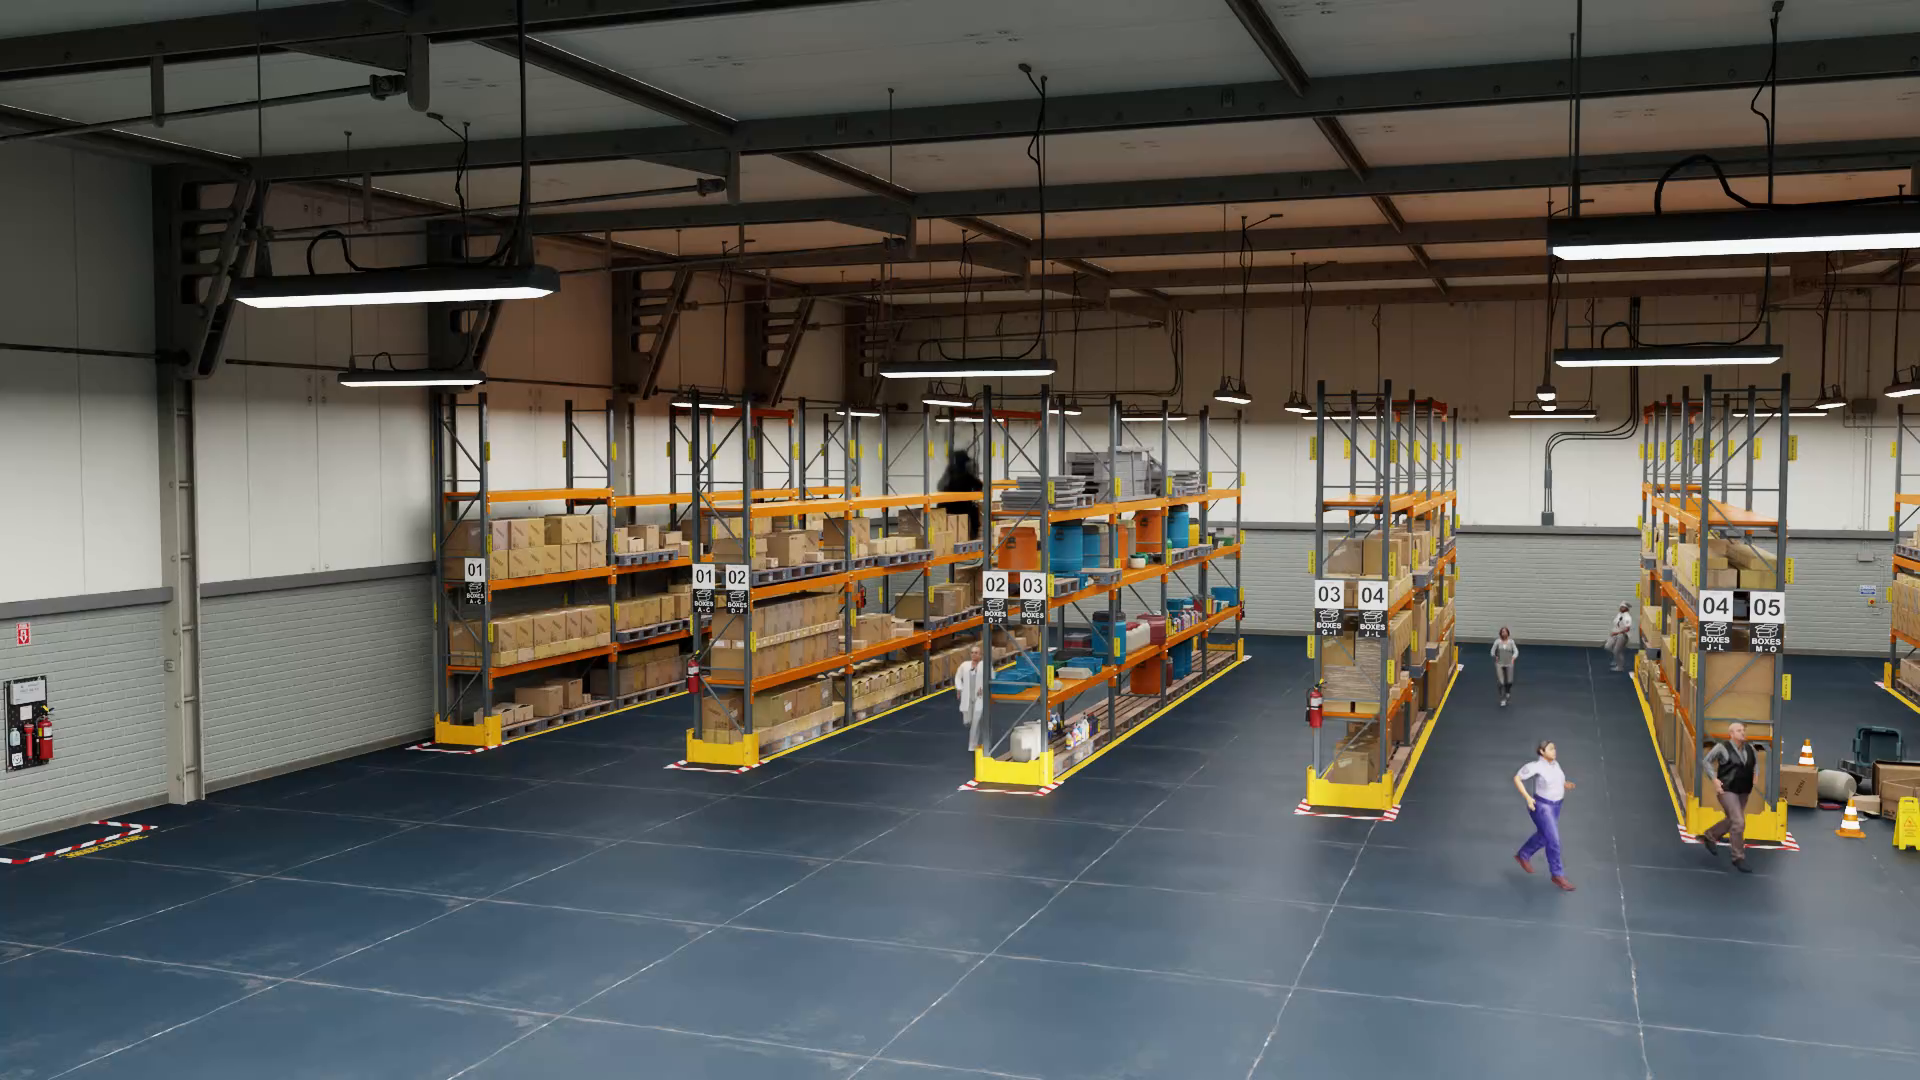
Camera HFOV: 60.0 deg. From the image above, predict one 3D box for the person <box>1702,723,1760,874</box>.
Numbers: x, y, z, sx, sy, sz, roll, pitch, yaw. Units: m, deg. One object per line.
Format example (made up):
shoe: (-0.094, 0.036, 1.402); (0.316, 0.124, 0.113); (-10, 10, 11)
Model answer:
person: (9.334, 3.056, 20.089); (0.667, 1.734, 0.892); (-1, 3, -18)

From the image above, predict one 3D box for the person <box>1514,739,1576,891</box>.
person: (6.779, 3.139, 19.249); (0.585, 1.671, 0.877); (-2, 4, -38)

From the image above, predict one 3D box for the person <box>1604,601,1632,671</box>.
person: (14.926, 2.176, 37.688); (0.557, 1.627, 0.596); (-1, 3, -14)

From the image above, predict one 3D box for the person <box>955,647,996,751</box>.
person: (0.252, 2.650, 27.876); (0.726, 1.734, 0.702); (1, 3, 11)

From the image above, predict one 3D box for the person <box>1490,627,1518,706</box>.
person: (10.688, 2.484, 32.656); (0.529, 1.553, 0.551); (1, 3, 15)
